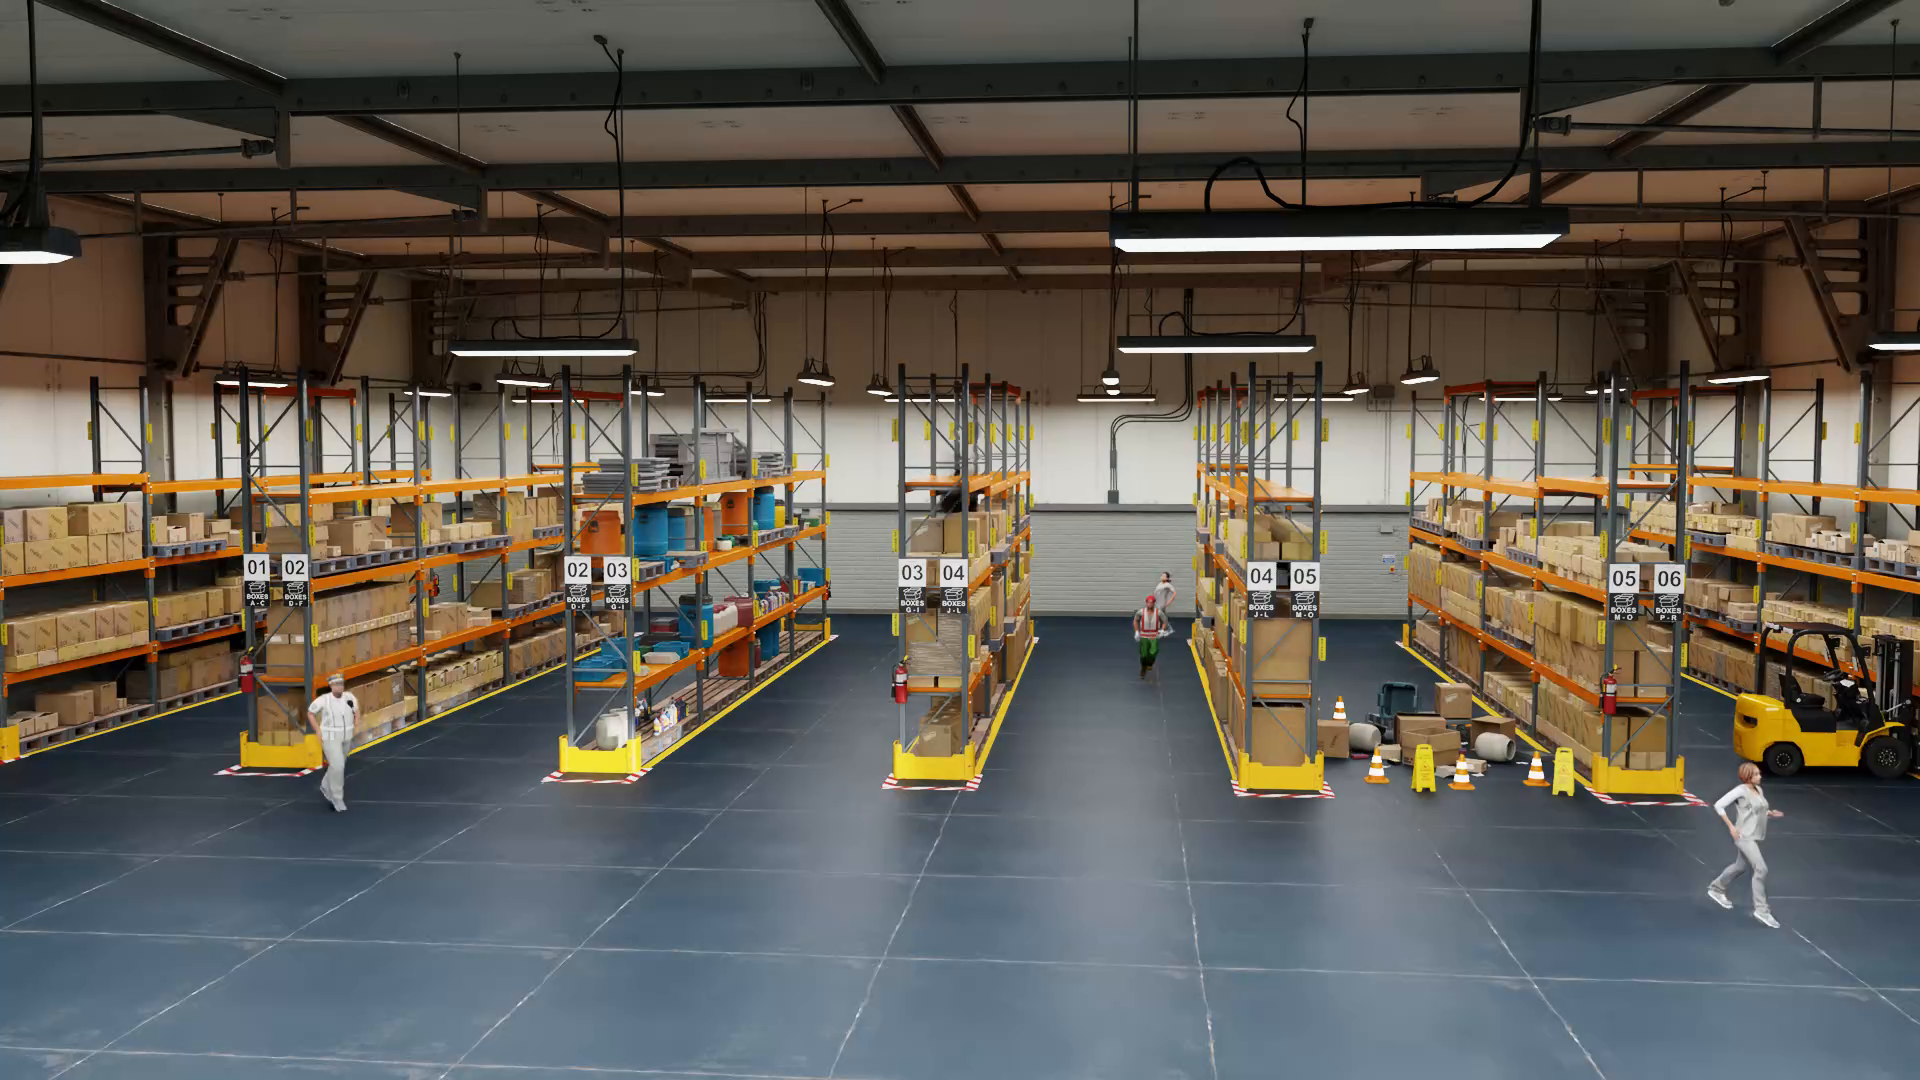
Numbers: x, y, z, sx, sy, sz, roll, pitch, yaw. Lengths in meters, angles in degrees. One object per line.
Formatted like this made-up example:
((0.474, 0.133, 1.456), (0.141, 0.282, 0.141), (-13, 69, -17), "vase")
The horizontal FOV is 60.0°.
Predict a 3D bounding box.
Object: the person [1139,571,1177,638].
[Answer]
((4.831, 1.574, 40.251), (0.932, 1.635, 0.612), (-1, 4, -18), "person")

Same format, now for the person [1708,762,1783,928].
((8.074, 3.092, 17.085), (0.518, 1.631, 0.777), (-3, 5, -42), "person")

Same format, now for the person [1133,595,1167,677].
((3.791, 1.922, 33.077), (0.669, 1.665, 0.579), (0, 4, 4), "person")

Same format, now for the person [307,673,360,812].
((-8.382, 2.685, 22.338), (0.821, 1.842, 0.651), (3, 5, 36), "person")
